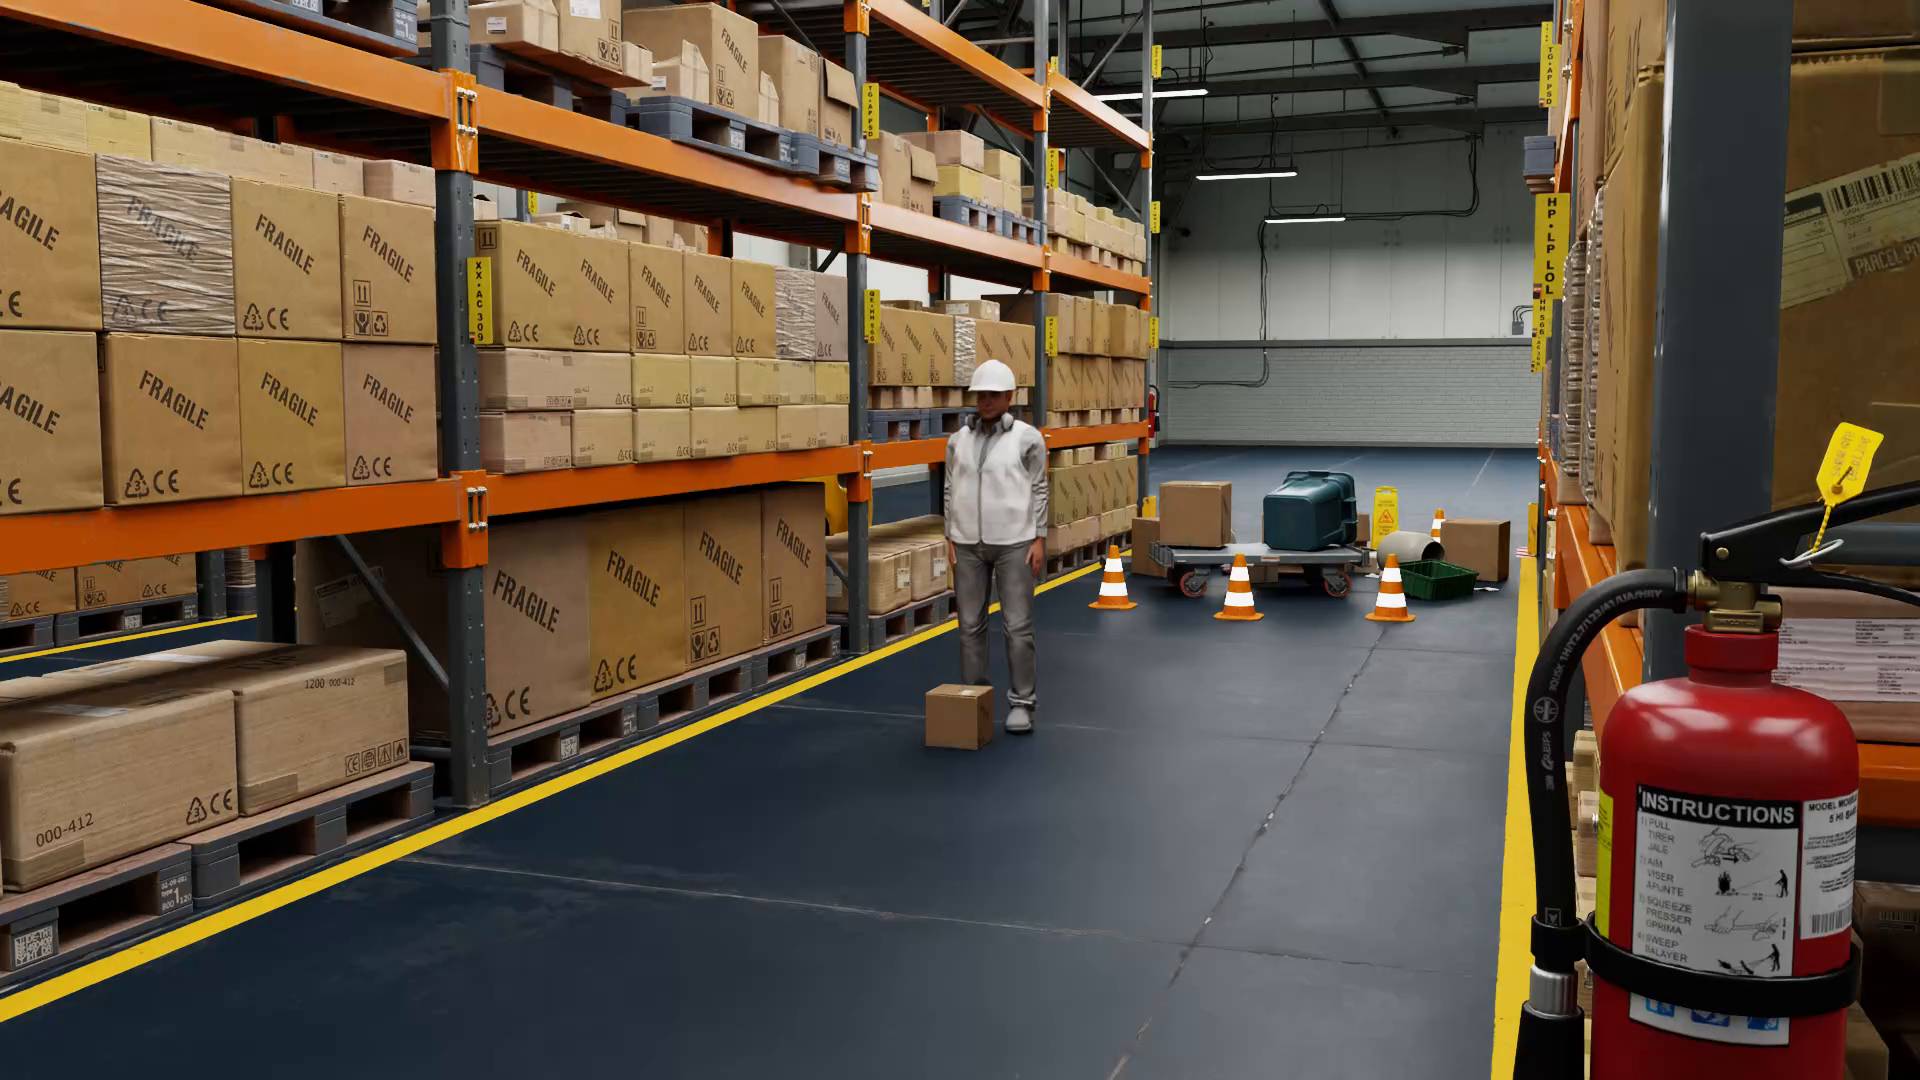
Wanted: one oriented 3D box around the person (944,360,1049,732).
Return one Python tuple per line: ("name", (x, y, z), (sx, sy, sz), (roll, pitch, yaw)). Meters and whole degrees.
("person", (0.156, 0.019, 8.083), (0.533, 1.777, 0.389), (2, 6, 20))
